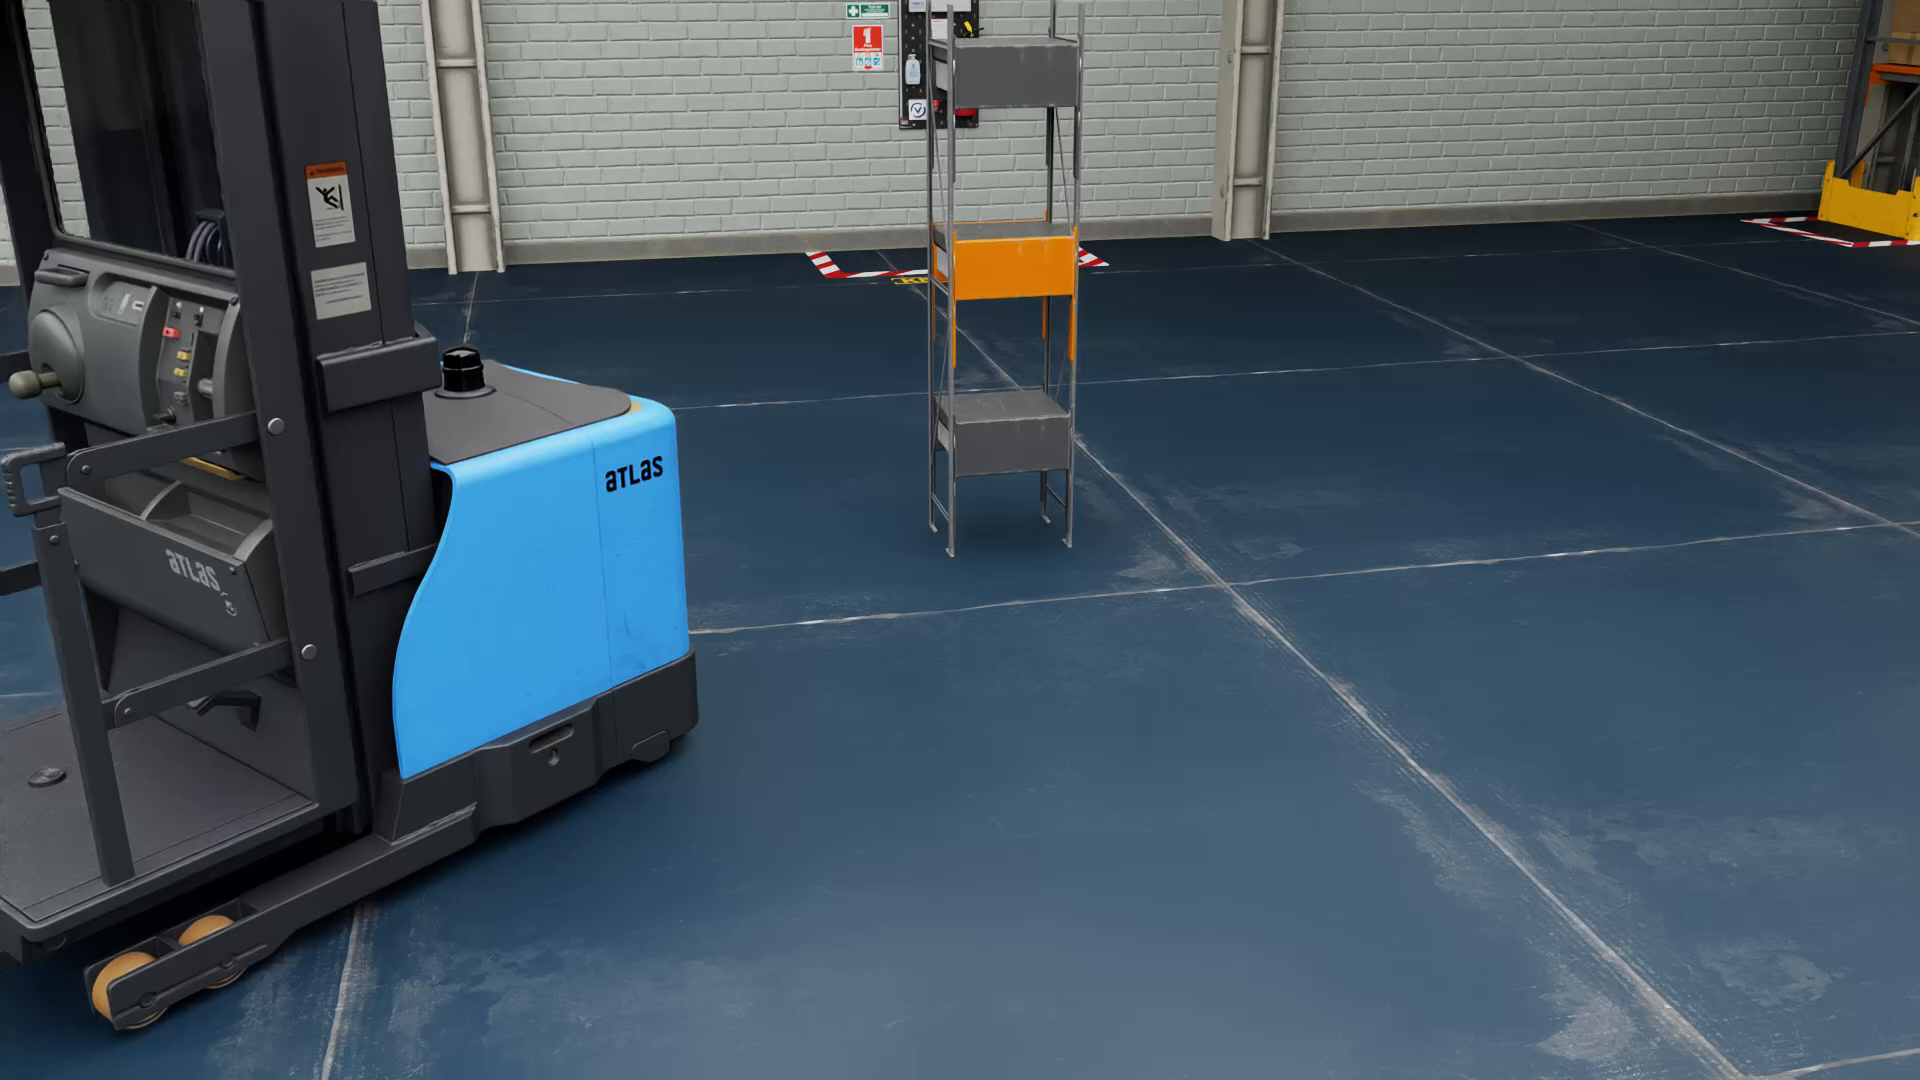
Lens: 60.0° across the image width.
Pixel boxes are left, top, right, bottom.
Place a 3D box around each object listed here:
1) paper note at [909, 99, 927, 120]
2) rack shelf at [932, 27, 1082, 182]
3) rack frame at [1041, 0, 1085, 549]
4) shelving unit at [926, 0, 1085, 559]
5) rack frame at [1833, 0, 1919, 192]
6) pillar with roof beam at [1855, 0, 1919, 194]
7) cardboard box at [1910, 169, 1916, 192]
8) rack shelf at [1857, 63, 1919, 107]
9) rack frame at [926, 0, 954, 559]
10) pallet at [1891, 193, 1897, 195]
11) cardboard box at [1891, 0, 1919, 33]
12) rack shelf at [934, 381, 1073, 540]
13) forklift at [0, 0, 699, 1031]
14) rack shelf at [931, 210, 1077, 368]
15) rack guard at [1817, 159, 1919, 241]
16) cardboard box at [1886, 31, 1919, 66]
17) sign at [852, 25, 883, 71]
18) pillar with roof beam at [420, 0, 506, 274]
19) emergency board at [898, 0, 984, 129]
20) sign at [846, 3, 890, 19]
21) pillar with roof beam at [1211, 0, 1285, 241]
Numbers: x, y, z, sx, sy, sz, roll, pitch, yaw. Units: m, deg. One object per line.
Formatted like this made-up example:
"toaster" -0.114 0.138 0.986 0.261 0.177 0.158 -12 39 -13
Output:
"paper note" -0.320 -3.294 12.726 0.142 0.148 0.016 -5 21 -12
"rack shelf" 0.161 -1.644 6.253 0.480 0.518 0.431 -5 21 -12
"rack frame" 0.399 -1.018 6.542 0.015 2.100 0.400 -5 21 -12
"shelving unit" 0.161 -0.999 6.489 0.503 2.100 0.431 -5 21 -12
"rack frame" 7.638 -4.011 13.403 0.127 3.000 1.000 -5 21 -12
"pillar with roof beam" 9.111 -5.732 9.379 0.400 9.000 9.100 -5 21 -12
"cardboard box" 8.332 -2.980 13.857 0.500 0.311 0.500 -7 21 -19
"rack shelf" 9.585 -3.832 13.959 4.000 0.370 1.077 -5 21 -12
"rack frame" -0.076 -0.980 6.436 0.015 2.100 0.400 -5 21 -12
"pallet" 8.511 -2.760 14.043 1.213 0.211 1.003 -5 21 -12
"cardboard box" 8.048 -4.411 13.593 0.500 0.500 0.500 -5 21 -13
"rack shelf" 0.161 -0.329 6.735 0.480 0.518 0.431 -5 21 -12
"forklift" -2.100 -0.458 3.803 1.130 2.935 3.031 15 25 35
"rack shelf" 0.161 -0.986 6.494 0.480 0.518 0.431 -5 21 -12
"rack guard" 7.712 -2.843 13.850 0.348 0.500 1.175 -5 21 -12
"cardboard box" 8.049 -4.052 13.704 0.500 0.250 0.500 -4 21 -12
"sign" -0.694 -3.706 12.518 0.234 0.329 0.001 -5 21 -12
"pillar with roof beam" -2.567 -4.782 6.787 0.400 9.000 9.100 -5 21 -12
"emergency board" -0.132 -3.698 12.550 0.643 1.169 0.194 -5 21 -12
"sign" -0.687 -3.952 12.420 0.331 0.109 0.001 -5 21 -12
"pillar with roof beam" 3.272 -5.257 8.083 0.400 9.000 9.100 -5 21 -12
